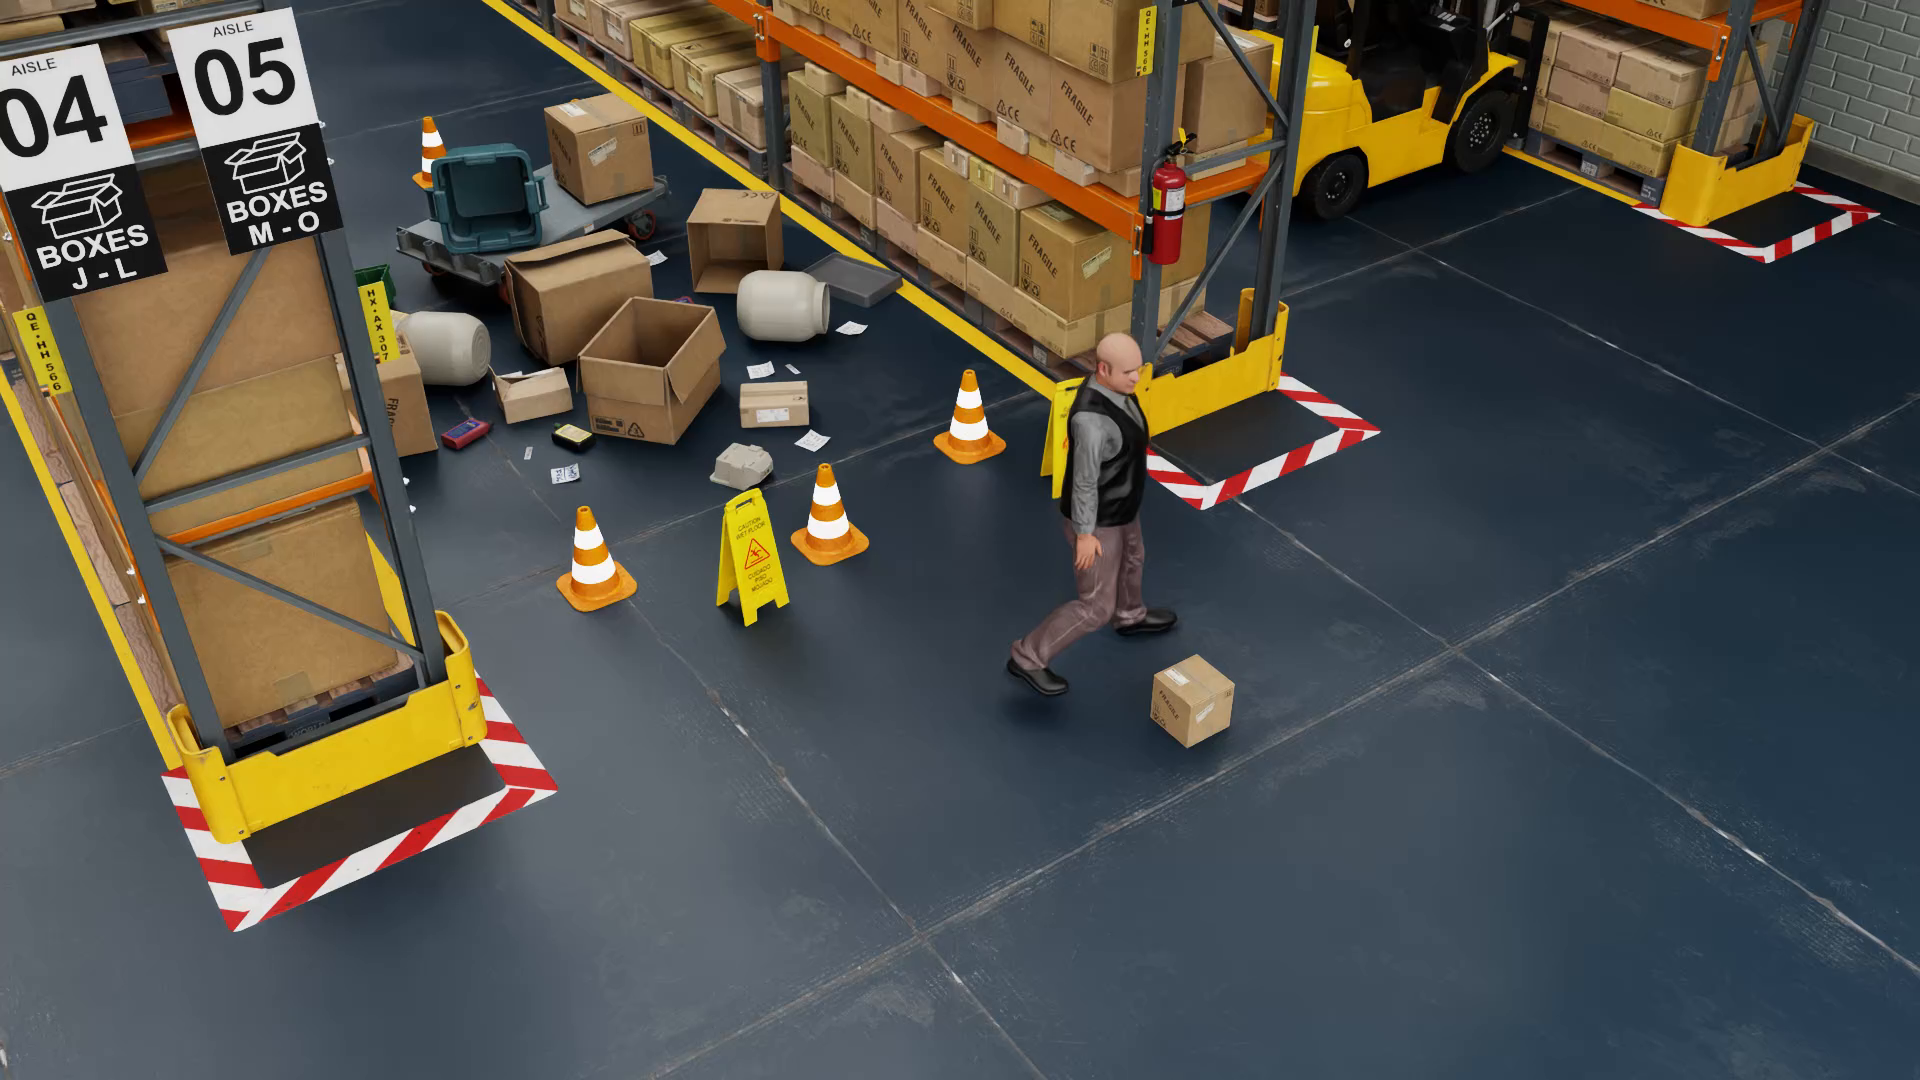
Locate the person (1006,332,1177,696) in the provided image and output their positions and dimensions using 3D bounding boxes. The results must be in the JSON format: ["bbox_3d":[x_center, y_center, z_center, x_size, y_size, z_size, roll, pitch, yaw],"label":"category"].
[{"bbox_3d":[0.615,-0.127,7.214,0.699,1.710,0.749,8,37,11],"label":"person"}]
